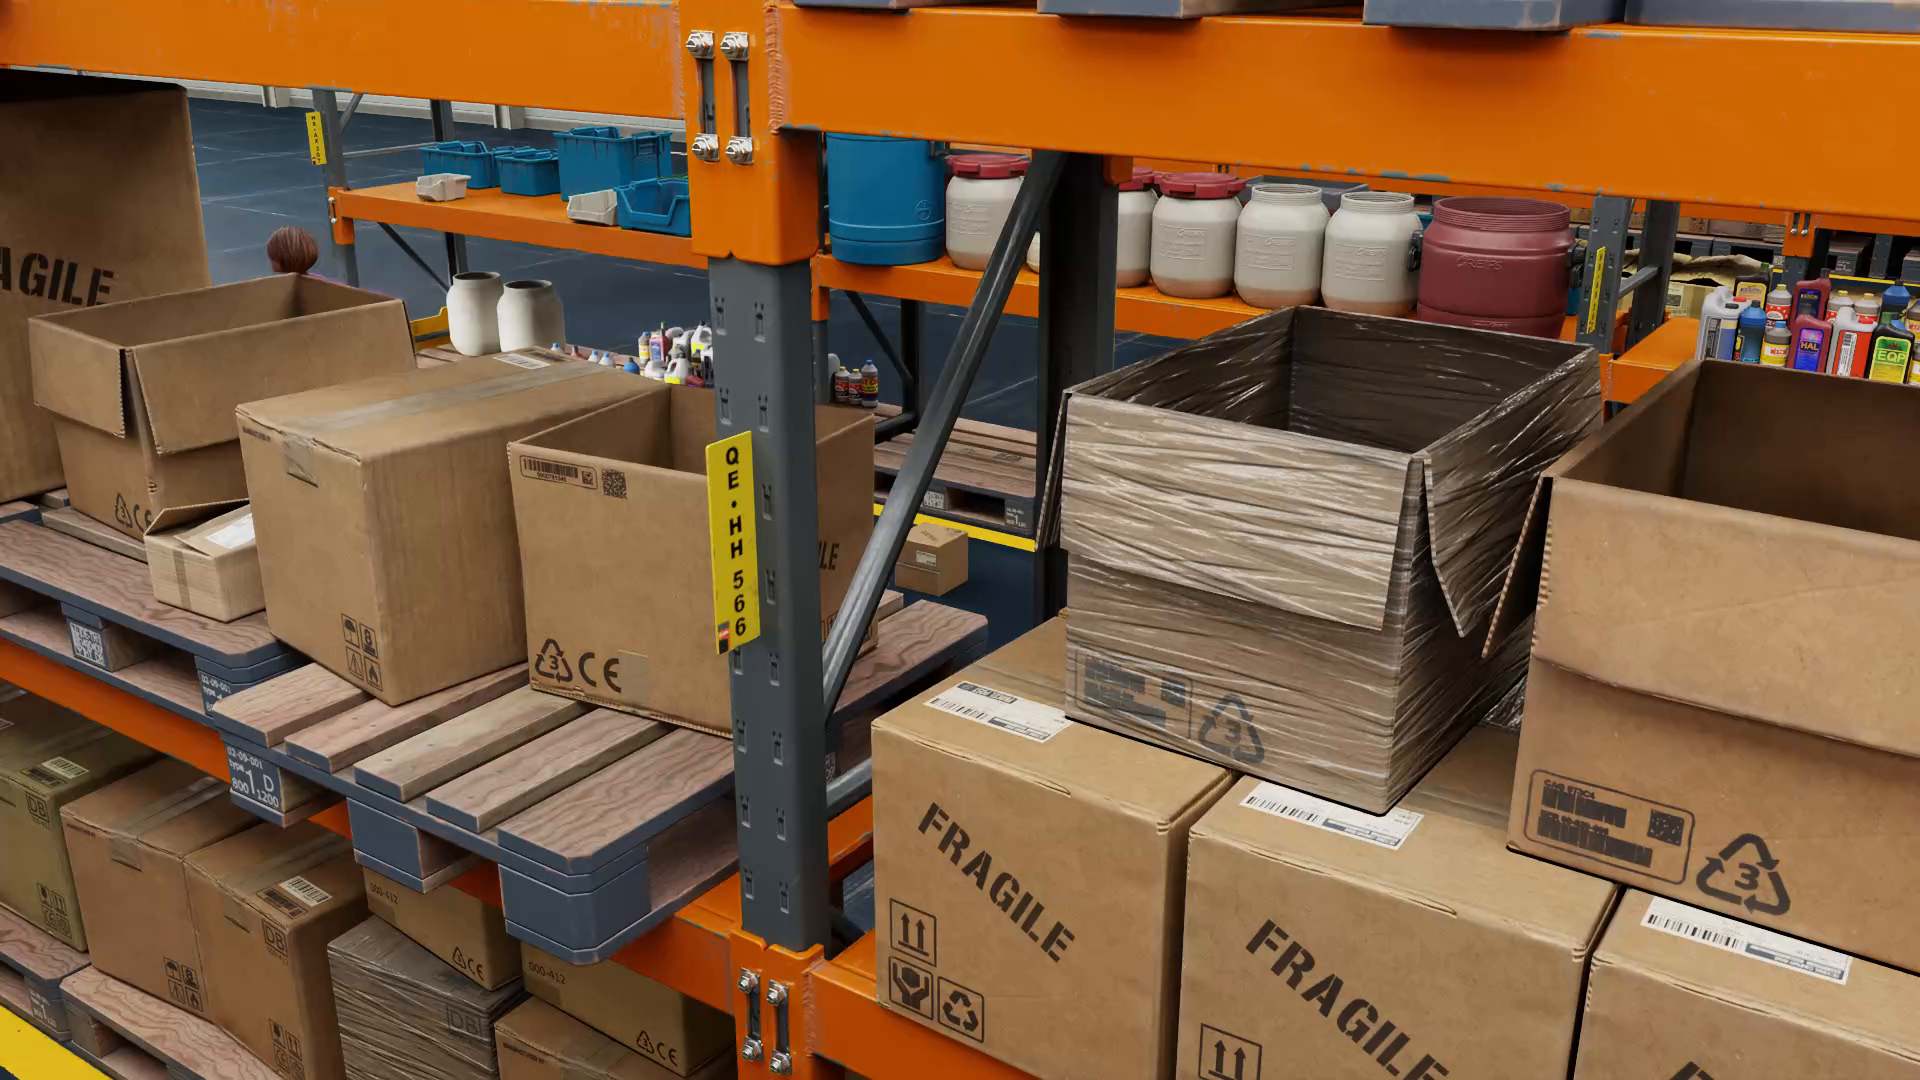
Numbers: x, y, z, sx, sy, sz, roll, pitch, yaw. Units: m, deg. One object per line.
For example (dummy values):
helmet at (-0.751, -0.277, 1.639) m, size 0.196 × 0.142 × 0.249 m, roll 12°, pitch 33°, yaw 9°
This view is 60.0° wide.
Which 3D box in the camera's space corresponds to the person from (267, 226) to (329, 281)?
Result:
person at (-3.120, -0.677, 7.924) m, size 0.468 × 1.624 × 0.426 m, roll 6°, pitch 21°, yaw 17°
